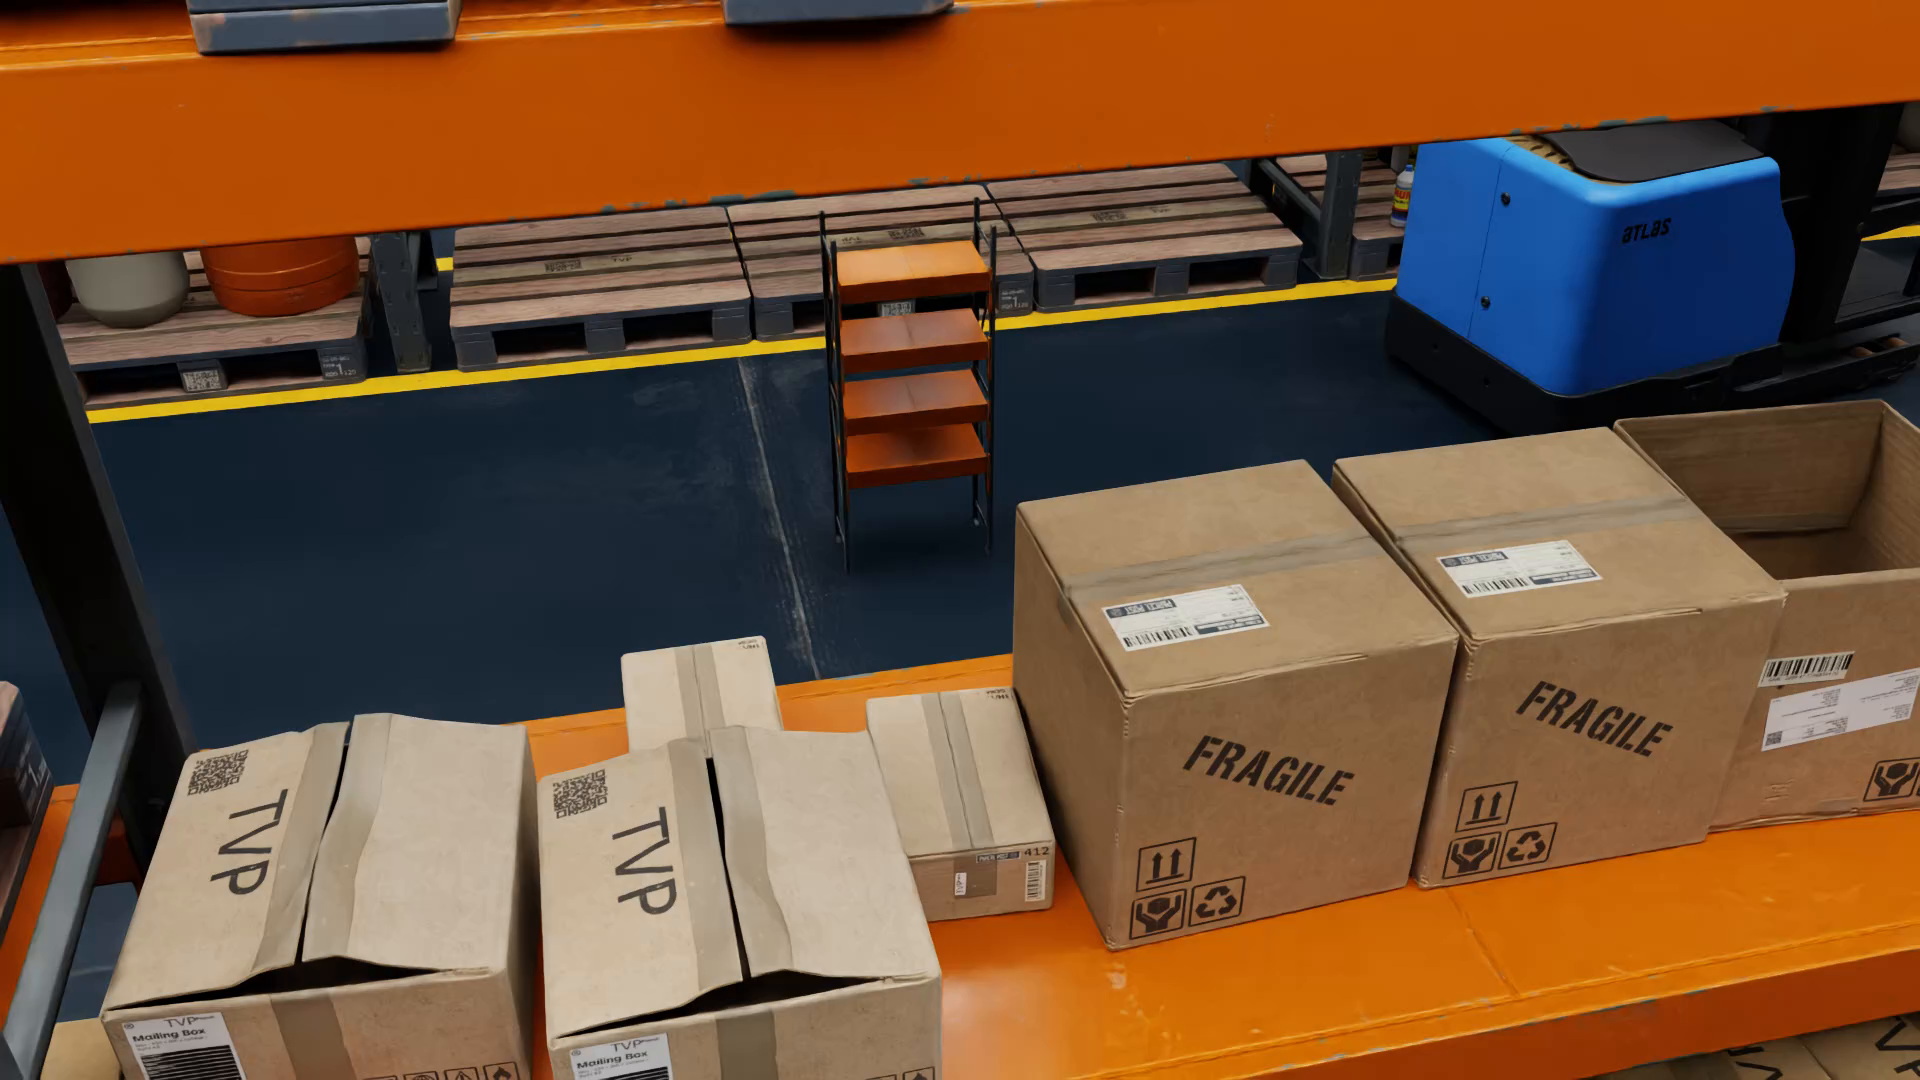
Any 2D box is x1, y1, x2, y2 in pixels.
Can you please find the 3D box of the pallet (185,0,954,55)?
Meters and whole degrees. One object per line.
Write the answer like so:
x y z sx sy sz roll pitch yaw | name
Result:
-0.596 -0.800 1.728 1.003 0.211 1.213 -6 34 -8 | pallet

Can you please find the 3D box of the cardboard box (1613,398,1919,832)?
1.397 0.116 2.795 0.500 0.500 0.500 -5 34 -7 | cardboard box

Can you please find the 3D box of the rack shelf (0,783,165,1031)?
-3.189 1.044 2.149 4.000 0.370 1.077 -7 35 -11 | rack shelf

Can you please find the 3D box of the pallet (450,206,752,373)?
-1.563 -1.110 7.214 1.213 0.211 1.003 -7 35 -11 | pallet

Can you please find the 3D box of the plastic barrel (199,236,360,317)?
-2.801 -1.397 6.711 0.708 0.830 0.600 -7 35 -11 | plastic barrel

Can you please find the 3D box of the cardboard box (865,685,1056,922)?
-0.007 0.416 2.664 0.250 0.149 0.380 -5 34 -7 | cardboard box

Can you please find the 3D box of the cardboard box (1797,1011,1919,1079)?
1.825 1.015 3.133 0.500 0.311 0.500 -6 34 -9 | cardboard box

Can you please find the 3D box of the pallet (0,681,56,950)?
-1.884 0.700 2.187 1.003 0.211 1.213 -7 35 -11 | pallet

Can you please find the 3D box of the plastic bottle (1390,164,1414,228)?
1.981 -1.536 7.401 0.097 0.271 0.097 0 34 0 | plastic bottle

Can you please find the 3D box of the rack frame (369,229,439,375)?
-2.327 -2.194 6.327 0.127 3.000 1.000 -7 35 -11 | rack frame

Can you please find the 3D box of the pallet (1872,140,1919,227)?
4.618 -1.887 8.373 1.213 0.211 1.003 -7 35 -11 | pallet

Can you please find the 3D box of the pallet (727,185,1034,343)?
-0.376 -1.258 7.435 1.213 0.211 1.003 -7 35 -11 | pallet

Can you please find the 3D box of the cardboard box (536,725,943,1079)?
-0.323 0.531 2.346 0.500 0.311 0.500 -8 35 -11 | cardboard box

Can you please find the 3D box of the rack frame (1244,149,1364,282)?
1.574 -2.685 7.060 0.127 3.000 1.000 -7 35 -11 | rack frame

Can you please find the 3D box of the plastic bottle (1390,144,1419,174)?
2.170 -1.926 7.910 0.185 0.351 0.144 -7 35 -11 | plastic bottle

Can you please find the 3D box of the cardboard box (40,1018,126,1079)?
-1.745 1.255 3.037 0.500 0.500 0.500 -6 34 -9 | cardboard box

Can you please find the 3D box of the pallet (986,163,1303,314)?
0.817 -1.410 7.661 1.213 0.211 1.003 -7 35 -11 | pallet

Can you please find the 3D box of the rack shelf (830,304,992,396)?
-0.161 -0.608 5.298 0.480 0.148 0.258 -7 35 -11 | rack shelf

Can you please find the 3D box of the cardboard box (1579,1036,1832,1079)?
1.338 1.075 3.044 0.500 0.311 0.500 -7 35 -11 | cardboard box

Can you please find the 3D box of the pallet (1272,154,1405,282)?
2.238 -1.587 7.926 1.213 0.211 1.003 -7 35 -11 | pallet

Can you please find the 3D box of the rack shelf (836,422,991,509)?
-0.161 -0.257 5.533 0.480 0.148 0.258 -7 35 -11 | rack shelf

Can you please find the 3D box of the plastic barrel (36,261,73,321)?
-3.902 -1.158 6.572 0.708 0.588 0.600 -7 35 -11 | plastic barrel

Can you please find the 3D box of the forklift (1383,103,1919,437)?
3.293 -2.069 6.203 3.031 2.935 1.130 -15 36 -20 | forklift

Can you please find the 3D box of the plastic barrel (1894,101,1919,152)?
4.850 -2.196 8.186 0.421 0.512 0.421 0 34 0 | plastic barrel

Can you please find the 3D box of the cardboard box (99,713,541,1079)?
-0.874 0.515 2.371 0.500 0.311 0.500 -5 34 -8 | cardboard box

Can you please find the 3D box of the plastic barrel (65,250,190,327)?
-3.332 -1.148 6.624 0.421 0.512 0.421 0 34 0 | plastic barrel

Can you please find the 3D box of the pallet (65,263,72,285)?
-4.275 -0.768 6.705 1.213 0.211 1.003 -7 35 -11 | pallet

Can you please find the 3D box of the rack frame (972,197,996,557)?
0.077 -0.508 5.430 0.015 1.200 0.240 -7 35 -11 | rack frame

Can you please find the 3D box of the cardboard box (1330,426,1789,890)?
0.908 0.178 2.704 0.500 0.500 0.500 -7 35 -10 | cardboard box

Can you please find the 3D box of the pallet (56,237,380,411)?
-3.087 -0.916 6.926 1.213 0.211 1.003 -7 35 -11 | pallet

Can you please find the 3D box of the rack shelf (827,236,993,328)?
-0.161 -0.804 5.166 0.480 0.148 0.258 -7 35 -11 | rack shelf

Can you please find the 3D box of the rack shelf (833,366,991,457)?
-0.161 -0.422 5.423 0.480 0.148 0.258 -7 35 -11 | rack shelf

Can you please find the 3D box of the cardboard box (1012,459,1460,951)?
0.395 0.242 2.607 0.500 0.500 0.500 -9 35 -13 | cardboard box

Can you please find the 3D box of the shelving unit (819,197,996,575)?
-0.161 -0.478 5.385 0.503 1.200 0.258 -7 35 -11 | shelving unit

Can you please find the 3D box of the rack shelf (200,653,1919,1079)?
0.712 0.552 2.881 4.000 0.370 1.077 -7 35 -11 | rack shelf

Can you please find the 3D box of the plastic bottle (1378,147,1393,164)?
2.139 -2.004 8.027 0.185 0.351 0.144 -8 35 -12 | plastic bottle

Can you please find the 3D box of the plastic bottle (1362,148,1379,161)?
1.970 -1.979 8.049 0.133 0.283 0.061 -6 34 -8 | plastic bottle

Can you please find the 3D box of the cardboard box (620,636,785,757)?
-0.422 0.343 2.773 0.250 0.149 0.380 -7 35 -11 | cardboard box

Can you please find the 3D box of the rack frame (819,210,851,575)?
-0.399 -0.448 5.341 0.015 1.200 0.240 -7 35 -11 | rack frame
